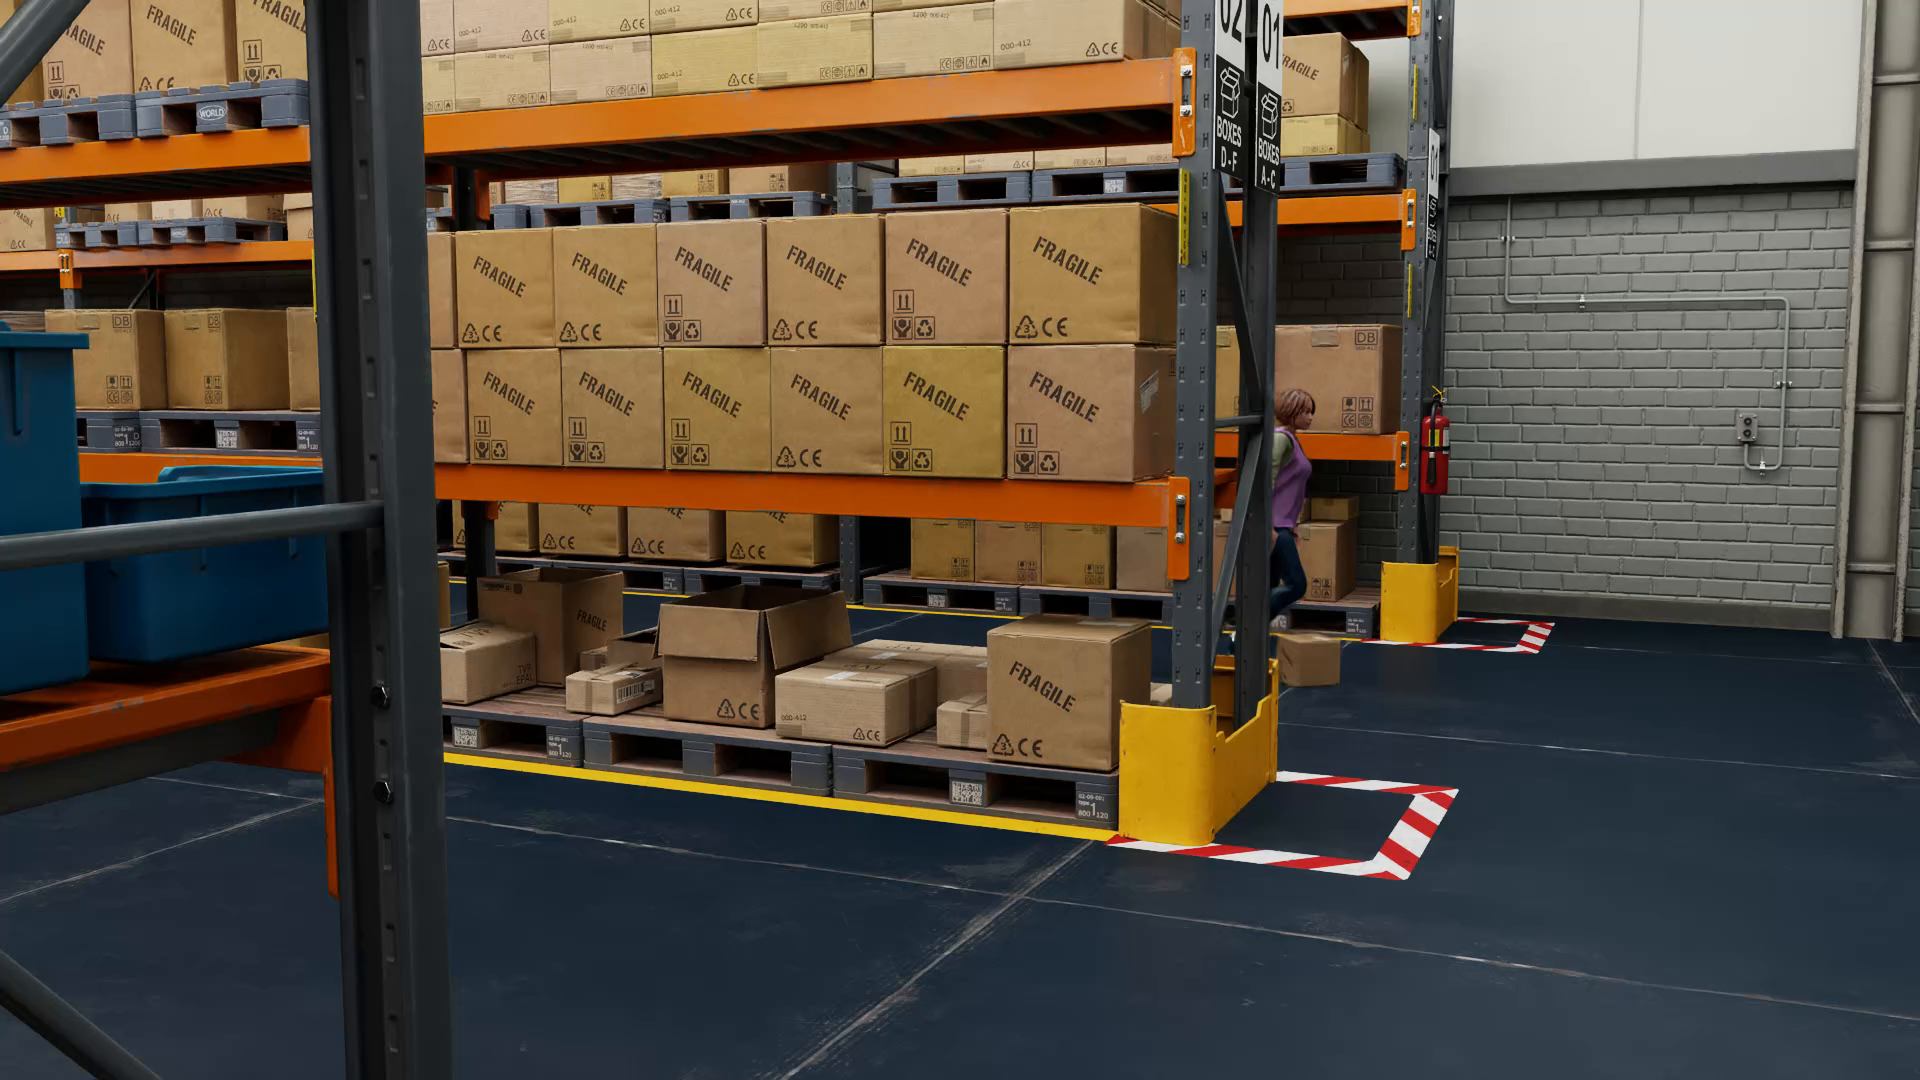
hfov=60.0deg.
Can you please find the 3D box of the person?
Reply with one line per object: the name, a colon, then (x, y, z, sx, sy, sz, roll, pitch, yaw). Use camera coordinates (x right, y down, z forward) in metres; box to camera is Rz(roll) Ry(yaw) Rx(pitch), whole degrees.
person: (1.736, -0.050, 9.280, 0.456, 1.583, 0.450, 2, 6, 16)
